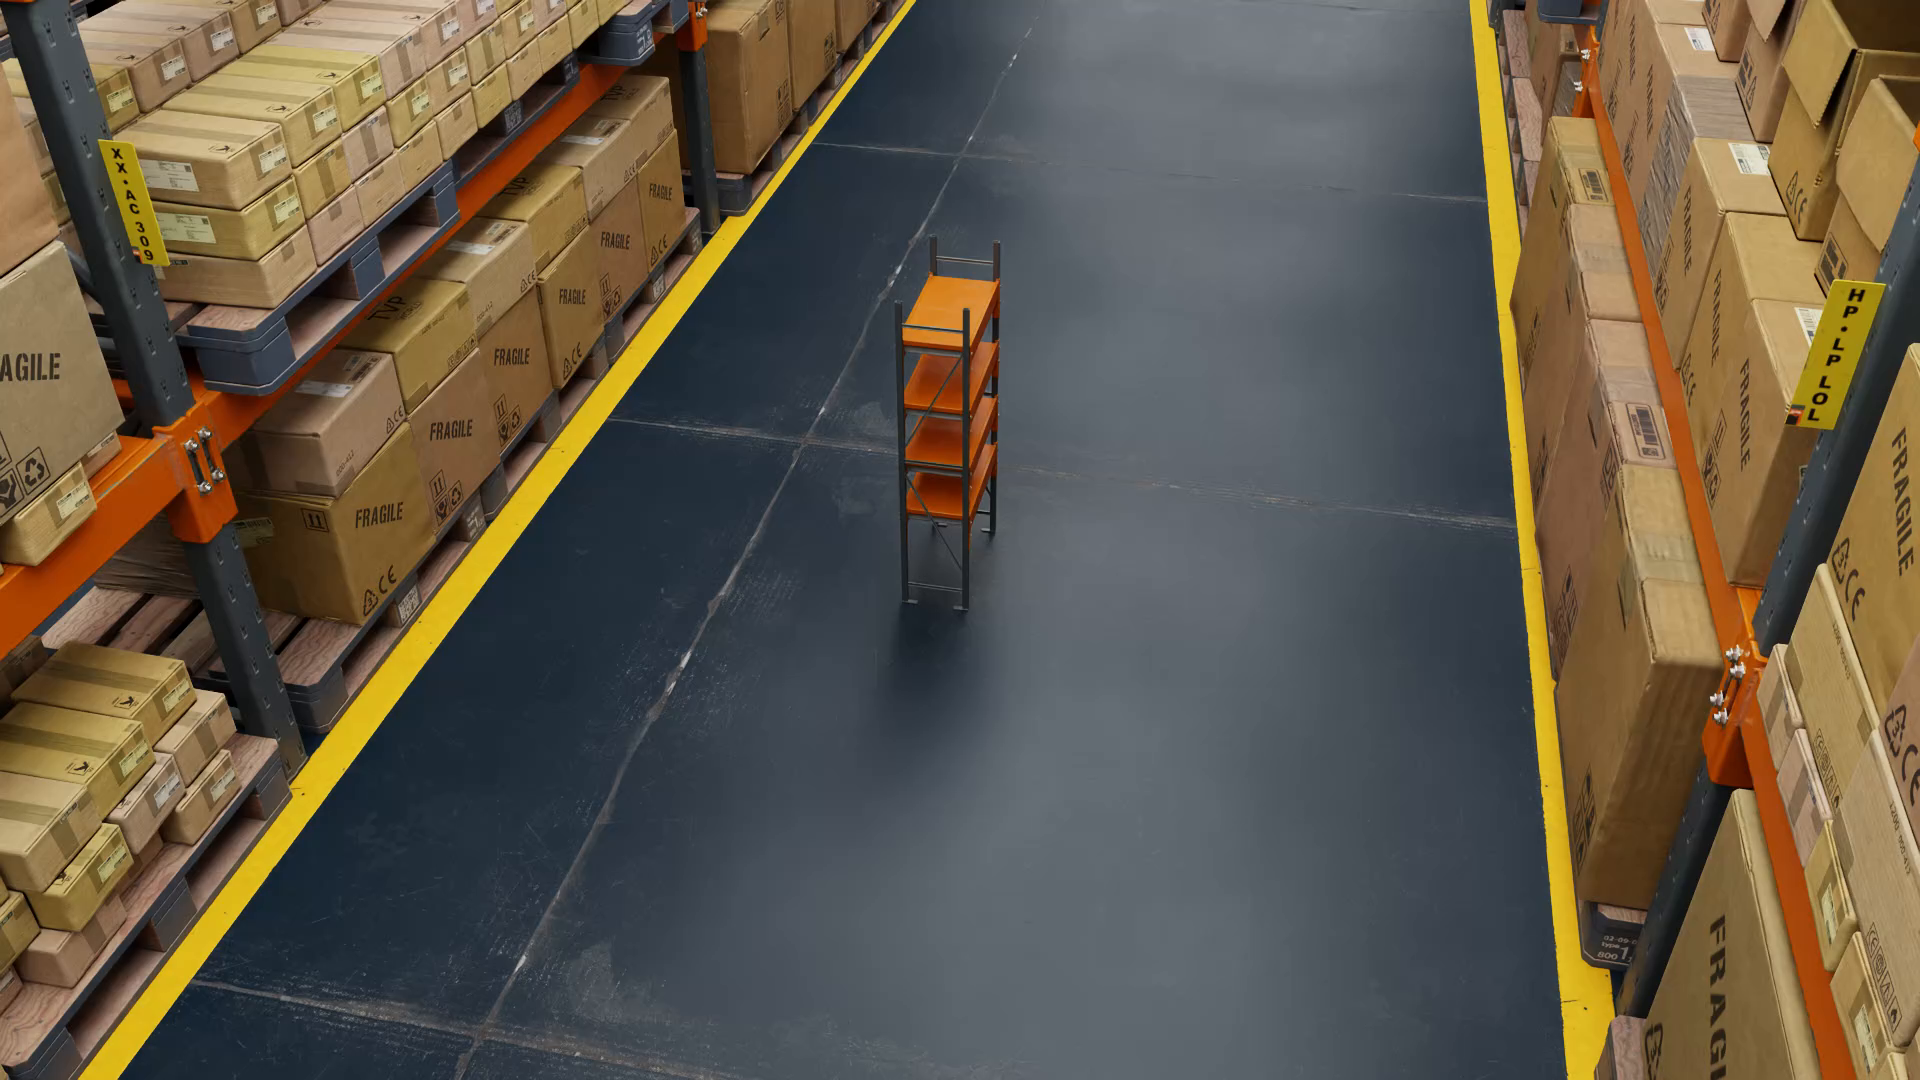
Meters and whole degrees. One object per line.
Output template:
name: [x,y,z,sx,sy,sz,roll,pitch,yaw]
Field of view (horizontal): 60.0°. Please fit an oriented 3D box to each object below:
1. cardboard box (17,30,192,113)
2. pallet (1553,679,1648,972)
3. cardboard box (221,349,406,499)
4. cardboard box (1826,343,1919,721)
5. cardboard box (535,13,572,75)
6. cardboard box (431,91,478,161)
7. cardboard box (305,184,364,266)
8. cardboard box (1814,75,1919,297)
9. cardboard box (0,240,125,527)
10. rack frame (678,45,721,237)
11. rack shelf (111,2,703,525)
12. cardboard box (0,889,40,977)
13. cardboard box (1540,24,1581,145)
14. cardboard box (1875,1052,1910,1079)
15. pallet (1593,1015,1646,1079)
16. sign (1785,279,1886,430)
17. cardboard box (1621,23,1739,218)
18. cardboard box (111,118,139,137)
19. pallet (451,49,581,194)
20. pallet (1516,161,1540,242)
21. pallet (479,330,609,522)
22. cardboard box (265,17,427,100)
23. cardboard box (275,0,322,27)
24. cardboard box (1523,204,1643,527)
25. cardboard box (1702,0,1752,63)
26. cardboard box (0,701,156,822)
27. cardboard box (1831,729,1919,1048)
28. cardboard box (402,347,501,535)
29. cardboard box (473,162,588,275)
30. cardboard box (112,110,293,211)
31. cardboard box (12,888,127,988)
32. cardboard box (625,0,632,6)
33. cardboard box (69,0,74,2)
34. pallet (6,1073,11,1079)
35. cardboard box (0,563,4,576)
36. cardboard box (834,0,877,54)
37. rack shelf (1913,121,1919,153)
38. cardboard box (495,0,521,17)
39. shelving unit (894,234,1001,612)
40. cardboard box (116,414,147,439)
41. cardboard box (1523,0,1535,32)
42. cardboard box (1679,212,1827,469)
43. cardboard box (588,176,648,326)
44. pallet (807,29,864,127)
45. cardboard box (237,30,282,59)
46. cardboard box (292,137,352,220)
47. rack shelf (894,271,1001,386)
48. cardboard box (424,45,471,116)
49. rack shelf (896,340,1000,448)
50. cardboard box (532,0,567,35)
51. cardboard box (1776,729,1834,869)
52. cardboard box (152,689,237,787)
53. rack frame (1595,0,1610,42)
cardboard box: [-2.560,-1.407,4.984,0.380,0.149,0.250,6,36,8]
pallet: [2.346,0.816,4.945,1.003,0.211,1.213,7,37,10]
cardboard box: [-2.153,-0.393,5.370,0.500,0.250,0.500,6,36,8]
cardboard box: [1.903,0.018,2.905,0.500,0.500,0.500,7,37,10]
cardboard box: [-1.650,-1.828,6.072,0.380,0.149,0.250,8,37,11]
cardboard box: [-1.816,-1.370,5.440,0.380,0.149,0.250,6,36,8]
cardboard box: [-1.982,-0.937,4.843,0.380,0.149,0.250,8,37,11]
cardboard box: [2.383,-0.675,3.686,0.797,0.503,0.637,6,36,9]
cardboard box: [-2.396,-0.389,3.892,0.500,0.500,0.500,7,37,10]
rack frame: [-1.715,-2.834,7.605,1.000,3.000,0.127,7,37,10]
rack shelf: [-2.142,-1.396,6.234,1.077,0.370,4.000,7,37,10]
cardboard box: [-2.561,0.987,4.150,0.380,0.149,0.250,8,37,10]
cardboard box: [3.453,-2.353,8.695,0.700,0.500,0.500,10,37,14]
cardboard box: [1.646,0.968,2.573,0.380,0.149,0.250,7,36,9]
pallet: [2.016,1.694,3.733,1.003,0.211,1.213,7,37,10]
sign: [1.723,-0.361,3.272,0.100,0.325,0.005,7,37,10]
cardboard box: [2.526,-1.361,5.486,0.500,0.500,0.500,7,36,9]
cardboard box: [-2.622,-1.134,4.861,0.380,0.149,0.250,8,37,10]
pallet: [-2.097,-1.617,6.088,1.003,0.211,1.213,7,37,10]
pallet: [3.278,-1.473,8.103,1.003,0.211,1.213,7,37,10]
pallet: [-2.146,-0.560,6.843,1.003,0.211,1.213,7,37,10]
cardboard box: [-1.869,-1.469,5.070,0.380,0.149,0.250,7,36,9]
cardboard box: [-2.395,-1.852,5.599,0.380,0.149,0.250,6,36,8]
cardboard box: [2.744,-0.561,5.921,1.225,0.875,0.875,7,37,10]
cardboard box: [2.795,-1.811,5.253,0.797,0.503,0.637,8,37,11]
cardboard box: [-2.407,0.590,4.444,0.380,0.149,0.250,8,37,11]
cardboard box: [1.788,0.600,2.741,0.500,0.250,0.500,7,37,10]
cardboard box: [-2.041,-0.393,6.008,0.500,0.500,0.500,9,37,12]
cardboard box: [-1.826,-1.291,6.608,0.500,0.250,0.500,8,37,11]
cardboard box: [-2.036,-1.019,4.449,0.380,0.149,0.250,9,37,12]
cardboard box: [-2.450,1.009,4.374,0.380,0.149,0.250,6,36,8]
cardboard box: [-1.480,-2.273,6.686,0.380,0.149,0.250,8,37,11]
cardboard box: [-6.124,-3.684,10.658,0.950,0.372,0.625,8,37,12]
pallet: [-2.936,1.679,3.754,1.003,0.211,1.213,7,37,10]
cardboard box: [-2.465,0.061,3.824,0.380,0.149,0.250,9,37,12]
cardboard box: [-1.115,-3.467,10.037,1.050,0.750,0.750,7,37,10]
rack shelf: [2.682,-1.931,4.416,1.077,0.370,4.000,7,37,10]
cardboard box: [-1.706,-1.915,5.685,0.380,0.149,0.250,8,37,11]
shelving unit: [-0.035,-0.391,5.767,0.258,1.200,0.503,7,37,10]
cardboard box: [-2.657,-0.461,5.464,0.500,0.250,0.500,6,36,9]
cardboard box: [3.812,-3.265,9.953,0.700,0.500,0.500,5,36,6]
cardboard box: [2.200,-0.487,4.281,0.500,0.500,0.500,8,37,11]
cardboard box: [-1.714,-1.285,7.239,0.500,0.500,0.500,9,37,12]
pallet: [-1.210,-2.845,9.996,1.003,0.211,1.213,7,37,10]
cardboard box: [-2.455,-1.582,5.480,0.380,0.149,0.250,6,36,8]
cardboard box: [-1.982,-1.047,4.741,0.380,0.149,0.250,7,36,9]
rack shelf: [-0.035,-0.709,5.536,0.258,0.148,0.480,7,37,10]
cardboard box: [-1.817,-1.499,5.365,0.380,0.149,0.250,9,37,12]
rack shelf: [-0.035,-0.518,5.675,0.258,0.148,0.480,7,37,10]
cardboard box: [-1.649,-1.943,5.978,0.380,0.149,0.250,8,37,11]
cardboard box: [1.811,0.519,3.192,0.380,0.149,0.250,6,36,8]
cardboard box: [-2.326,0.543,4.763,0.380,0.149,0.250,8,37,11]
rack frame: [3.109,-2.155,6.667,1.000,3.000,0.127,7,37,10]
